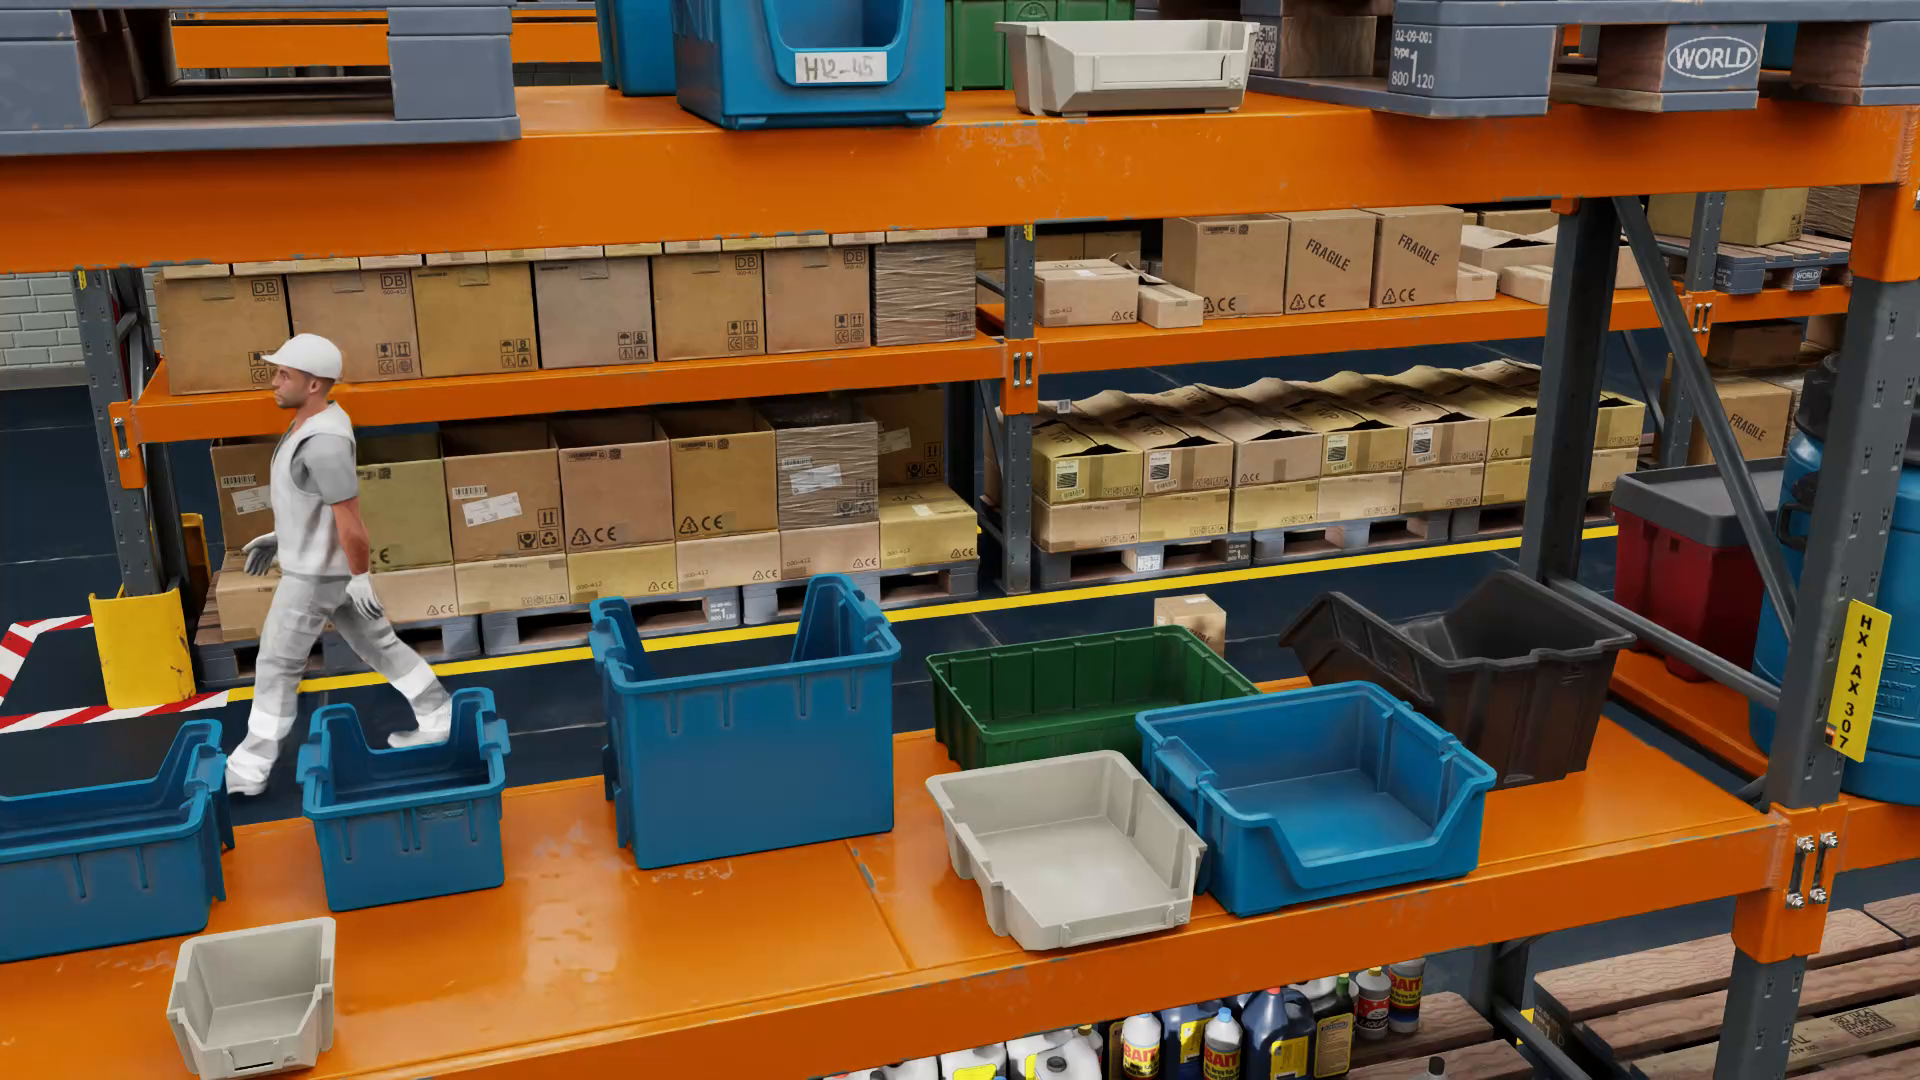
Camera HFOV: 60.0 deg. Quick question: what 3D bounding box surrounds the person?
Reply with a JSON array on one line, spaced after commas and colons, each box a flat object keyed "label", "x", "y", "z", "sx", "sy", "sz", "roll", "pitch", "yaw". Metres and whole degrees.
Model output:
[{"label": "person", "x": -2.481, "y": 0.084, "z": 6.273, "sx": 1.036, "sy": 1.736, "sz": 0.534, "roll": -5, "pitch": 20, "yaw": -15}]
